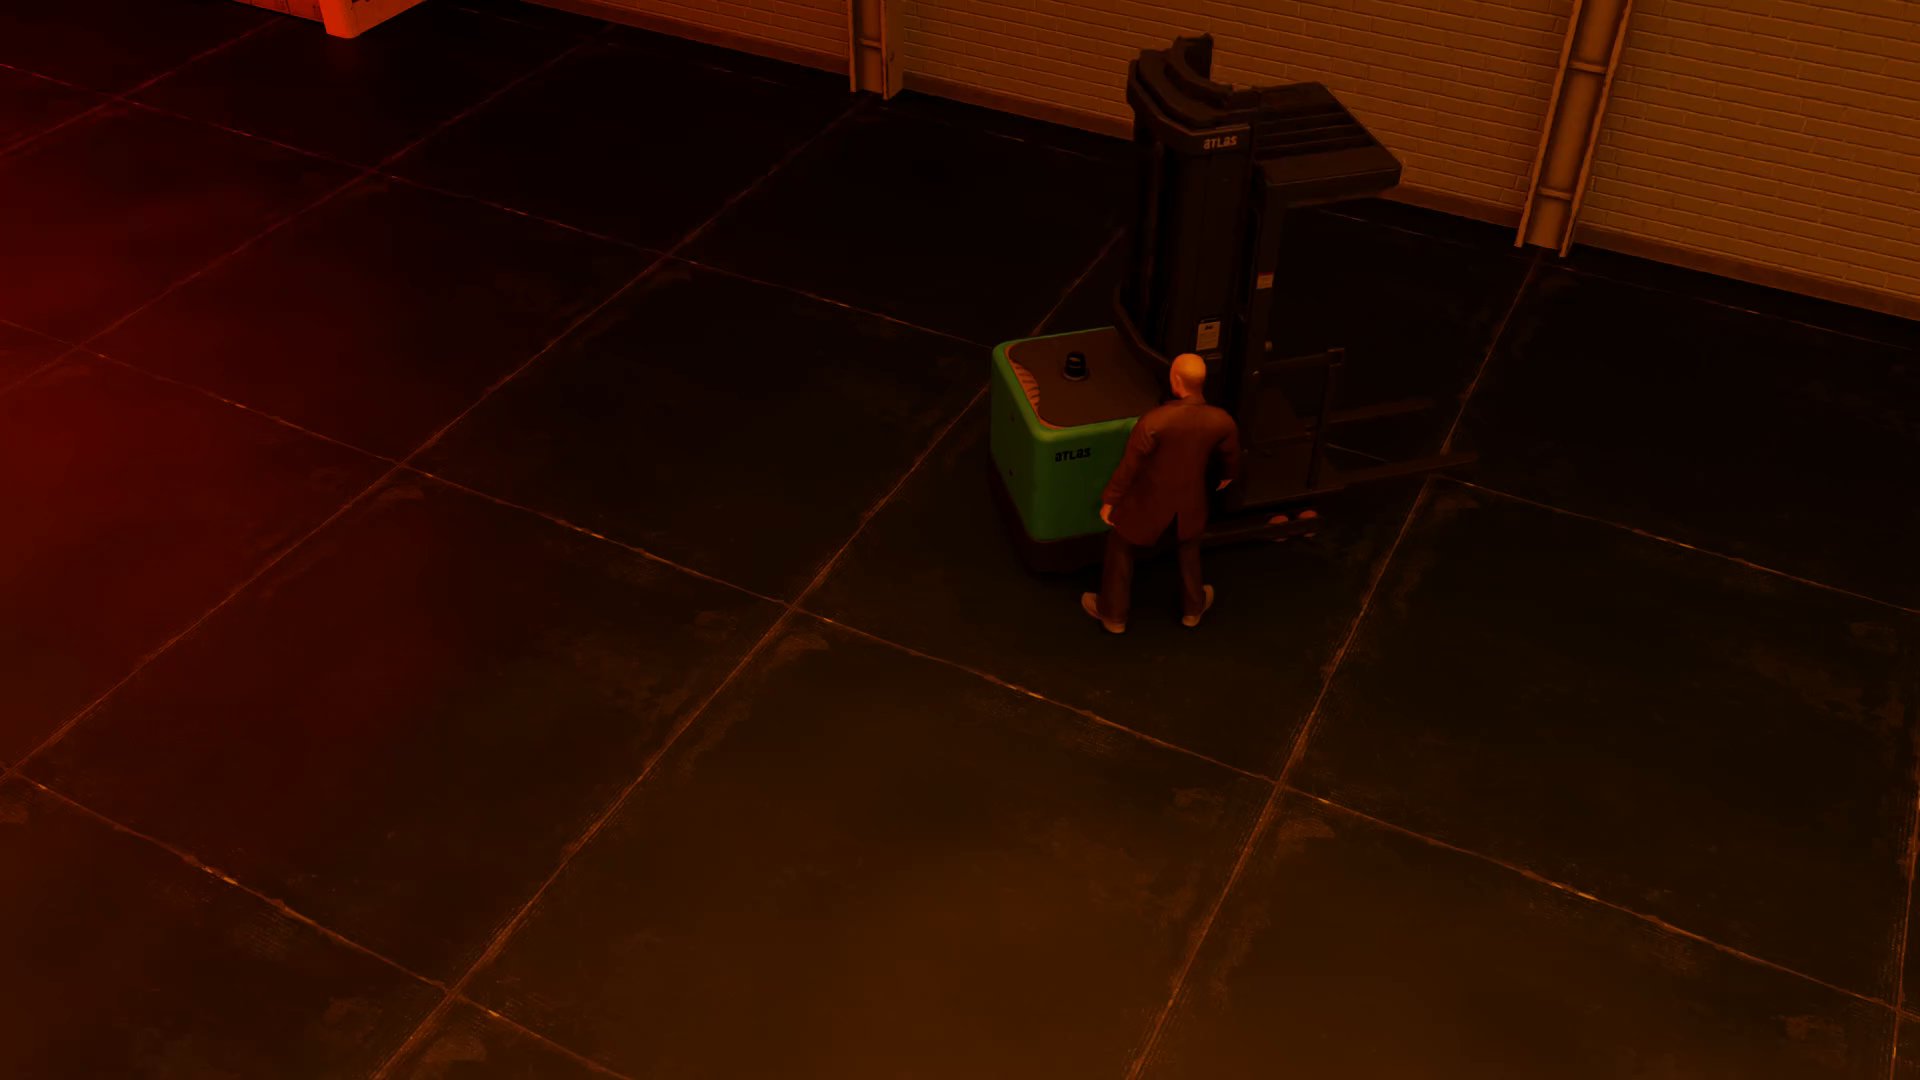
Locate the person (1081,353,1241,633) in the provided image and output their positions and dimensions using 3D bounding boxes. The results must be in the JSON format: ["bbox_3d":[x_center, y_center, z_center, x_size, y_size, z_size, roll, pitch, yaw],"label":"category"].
[{"bbox_3d":[1.163,-0.256,9.222,0.885,1.741,0.422,-11,41,-12],"label":"person"}]

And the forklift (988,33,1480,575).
[{"bbox_3d":[1.751,-1.430,9.684,3.031,2.935,1.130,-10,41,-11],"label":"forklift"}]
